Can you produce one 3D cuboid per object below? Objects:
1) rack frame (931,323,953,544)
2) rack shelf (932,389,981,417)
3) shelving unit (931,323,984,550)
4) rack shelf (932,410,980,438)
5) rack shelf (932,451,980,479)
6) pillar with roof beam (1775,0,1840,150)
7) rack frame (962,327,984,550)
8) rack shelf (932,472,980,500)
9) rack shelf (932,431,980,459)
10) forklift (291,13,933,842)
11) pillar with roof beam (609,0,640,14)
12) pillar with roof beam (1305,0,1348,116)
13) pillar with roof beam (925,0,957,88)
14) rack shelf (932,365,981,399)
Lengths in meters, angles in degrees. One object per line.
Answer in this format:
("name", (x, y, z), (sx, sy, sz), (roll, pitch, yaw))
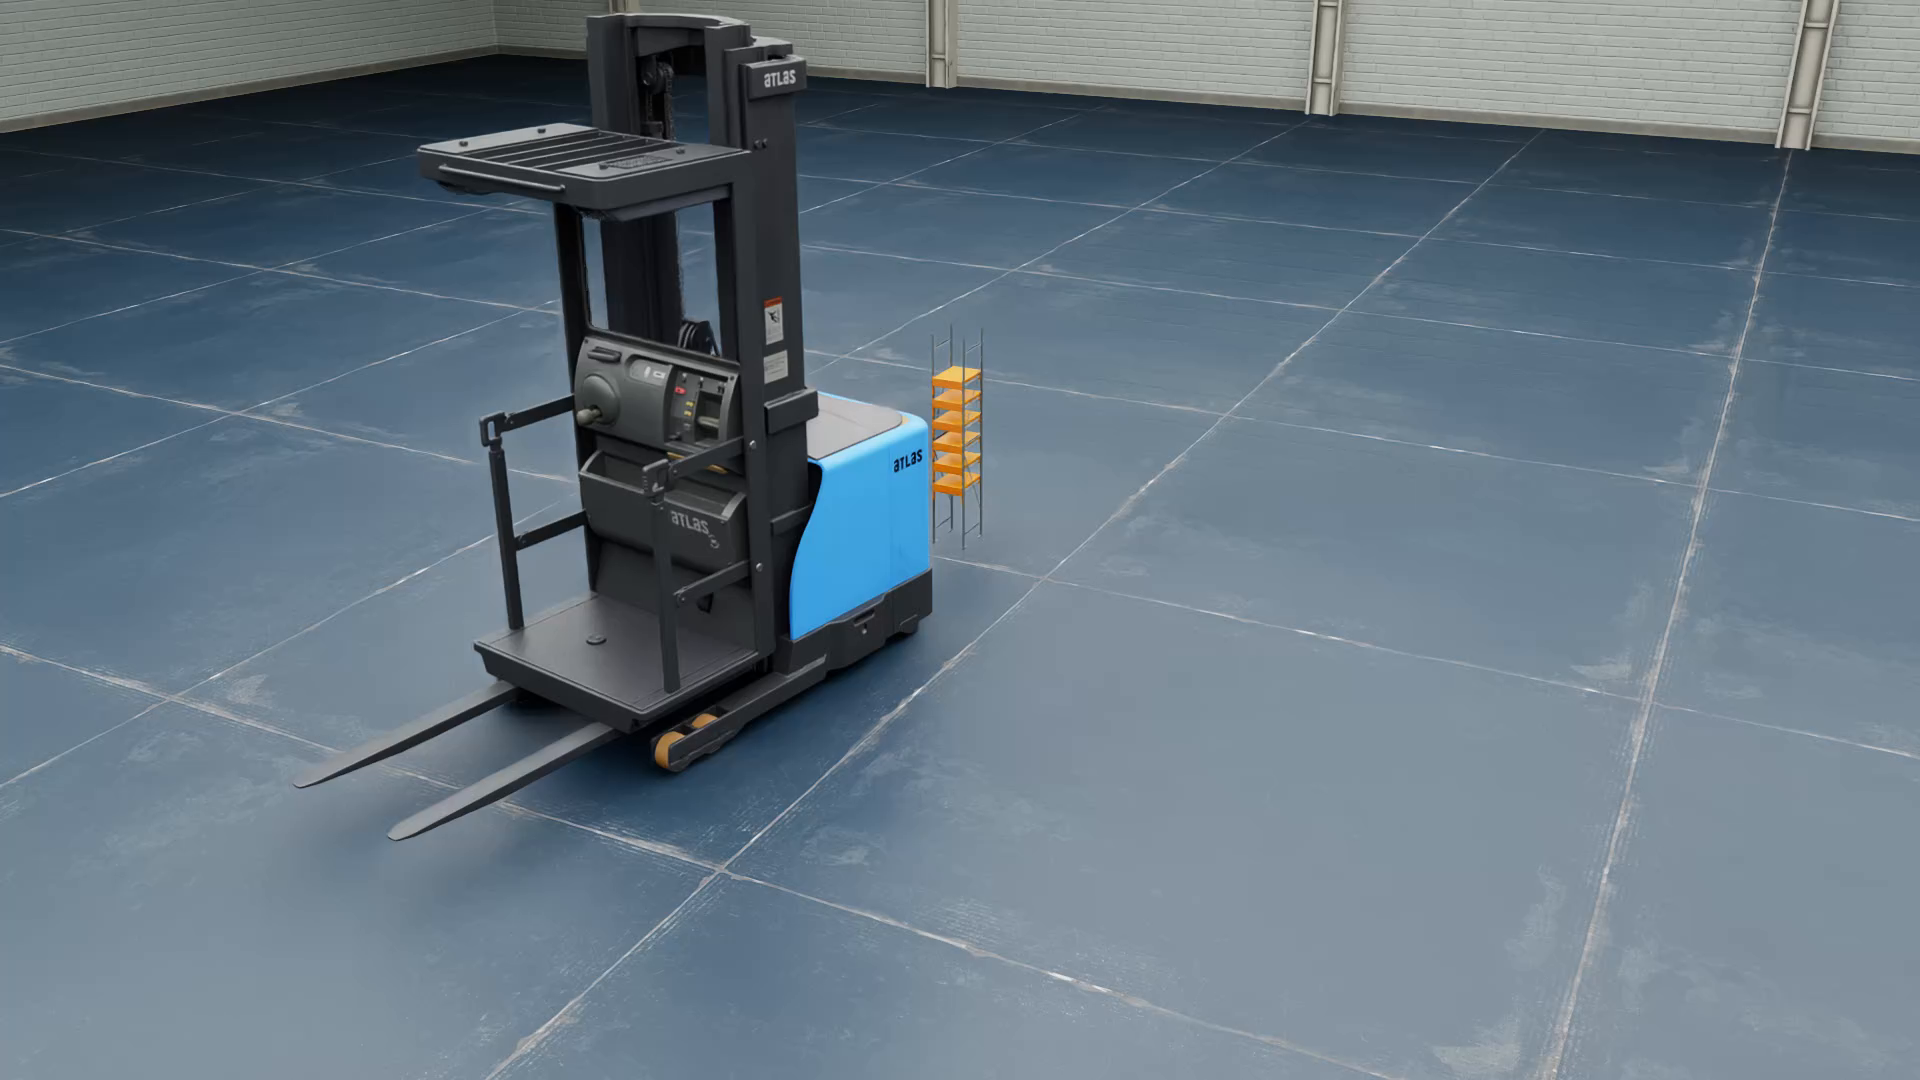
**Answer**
("rack frame", (-0.095, -0.571, 9.059), (0.006, 1.200, 0.240), (11, 25, 25))
("rack shelf", (-0.013, -0.735, 8.945), (0.180, 0.103, 0.258), (11, 25, 25))
("shelving unit", (-0.013, -0.555, 9.021), (0.189, 1.200, 0.258), (11, 25, 25))
("rack shelf", (-0.013, -0.624, 8.992), (0.180, 0.103, 0.258), (11, 25, 25))
("rack shelf", (-0.013, -0.403, 9.086), (0.180, 0.103, 0.258), (11, 25, 25))
("pillar with roof beam", (8.481, -7.556, 15.519), (0.400, 9.000, 9.100), (11, 25, 25))
("rack frame", (0.069, -0.539, 8.983), (0.006, 1.200, 0.240), (11, 25, 25))
("rack shelf", (-0.013, -0.293, 9.133), (0.180, 0.103, 0.258), (11, 25, 25))
("rack shelf", (-0.013, -0.514, 9.039), (0.180, 0.103, 0.258), (11, 25, 25))
("forklift", (-1.423, -0.594, 6.901), (1.130, 2.935, 3.031), (16, 28, 34))
("pillar with roof beam", (-7.582, -10.735, 22.993), (0.400, 9.000, 9.100), (11, 25, 25))
("pillar with roof beam", (3.127, -8.616, 18.010), (0.400, 9.000, 9.100), (11, 25, 25))
("pillar with roof beam", (-2.228, -9.675, 20.502), (0.400, 9.000, 9.100), (11, 25, 25))
("rack shelf", (-0.013, -0.845, 8.898), (0.180, 0.103, 0.258), (11, 25, 25))
